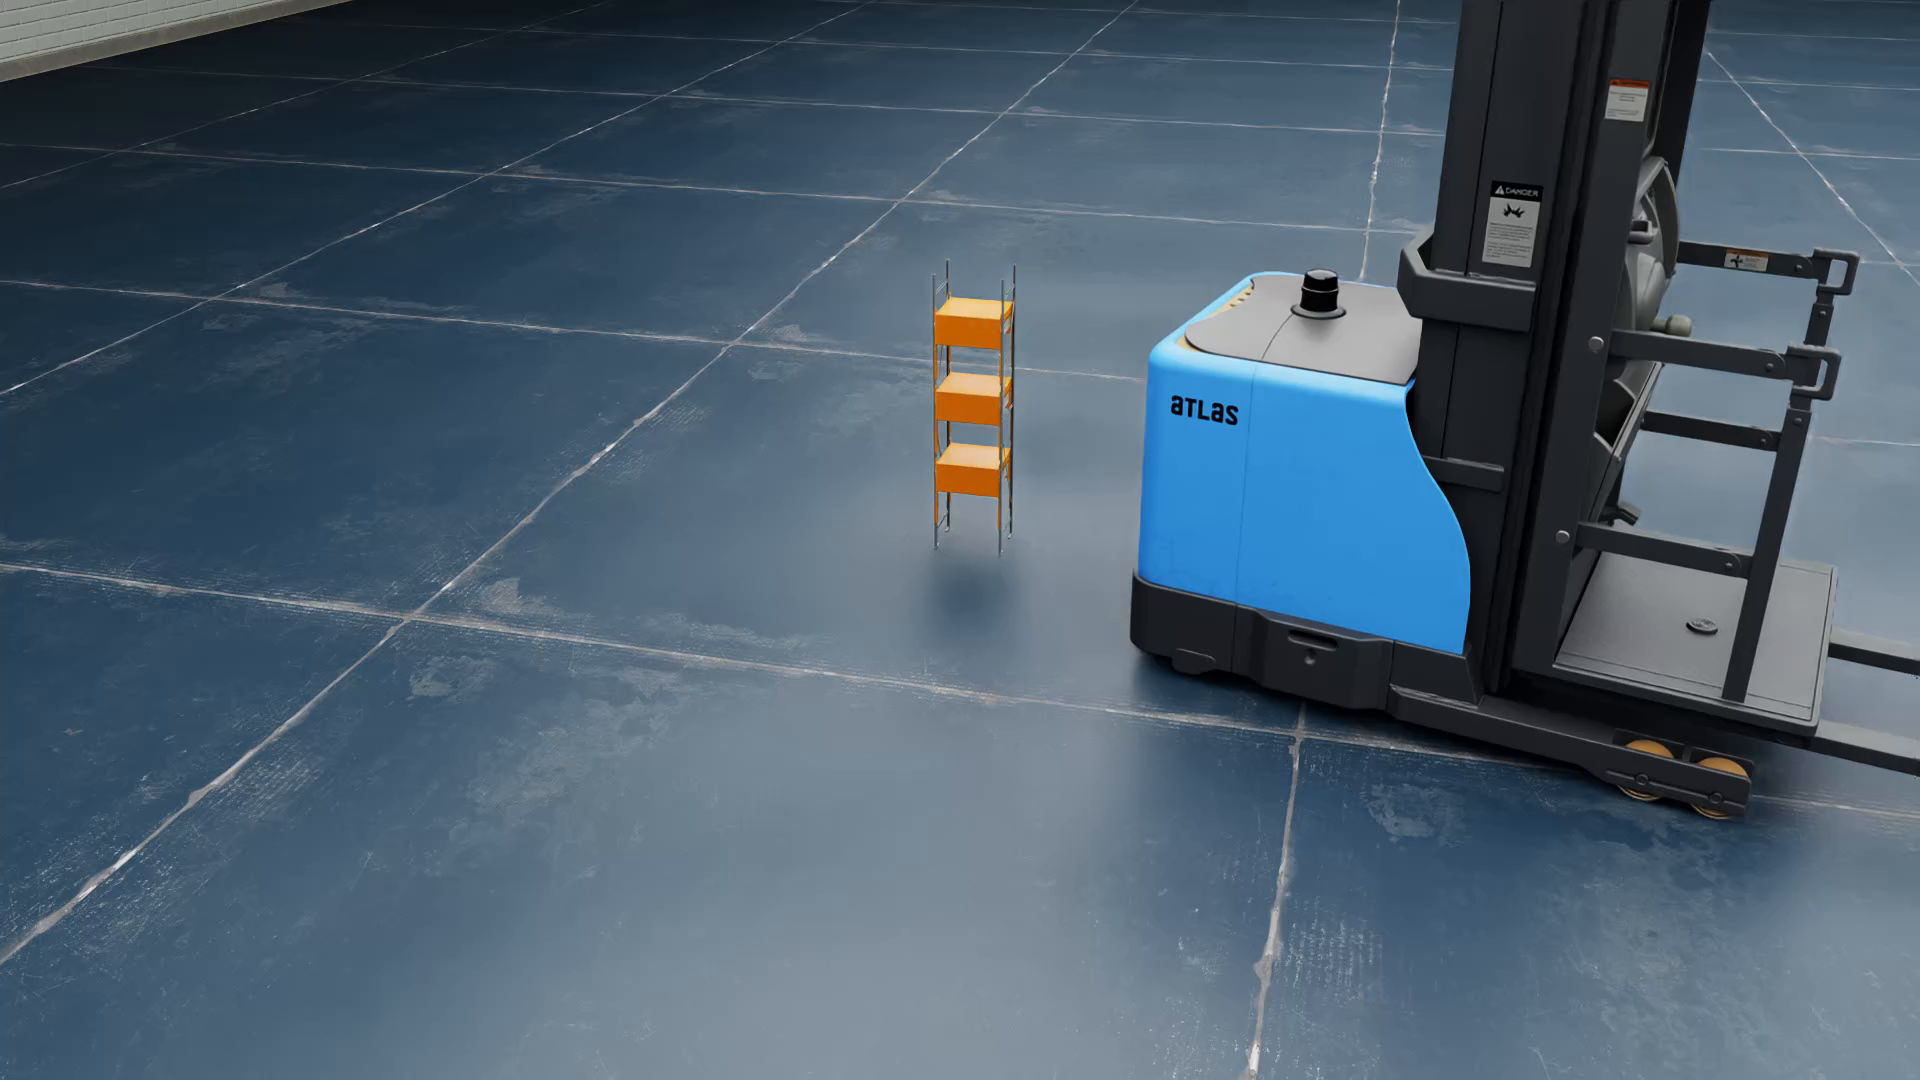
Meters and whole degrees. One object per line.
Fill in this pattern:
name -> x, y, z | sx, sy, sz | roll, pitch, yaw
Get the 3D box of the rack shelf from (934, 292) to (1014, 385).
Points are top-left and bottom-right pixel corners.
rack shelf -> 0.052, -0.715, 5.895 | 0.240, 0.259, 0.215 | 6, 26, 13

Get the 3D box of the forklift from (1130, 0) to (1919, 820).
forklift -> 2.096, -0.809, 4.539 | 3.031, 2.935, 1.130 | 13, 28, 25

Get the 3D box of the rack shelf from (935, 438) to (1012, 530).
rack shelf -> 0.052, -0.208, 6.136 | 0.240, 0.259, 0.215 | 6, 26, 13

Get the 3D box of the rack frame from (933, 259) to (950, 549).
rack frame -> -0.066, -0.481, 6.040 | 0.008, 1.050, 0.200 | 6, 26, 13

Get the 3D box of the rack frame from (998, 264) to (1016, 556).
rack frame -> 0.170, -0.455, 5.985 | 0.008, 1.050, 0.200 | 6, 26, 13

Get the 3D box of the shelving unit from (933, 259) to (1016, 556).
shelving unit -> 0.052, -0.468, 6.012 | 0.252, 1.050, 0.215 | 6, 26, 13

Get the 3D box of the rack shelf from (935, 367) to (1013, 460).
rack shelf -> 0.052, -0.459, 6.017 | 0.240, 0.259, 0.215 | 6, 26, 13
